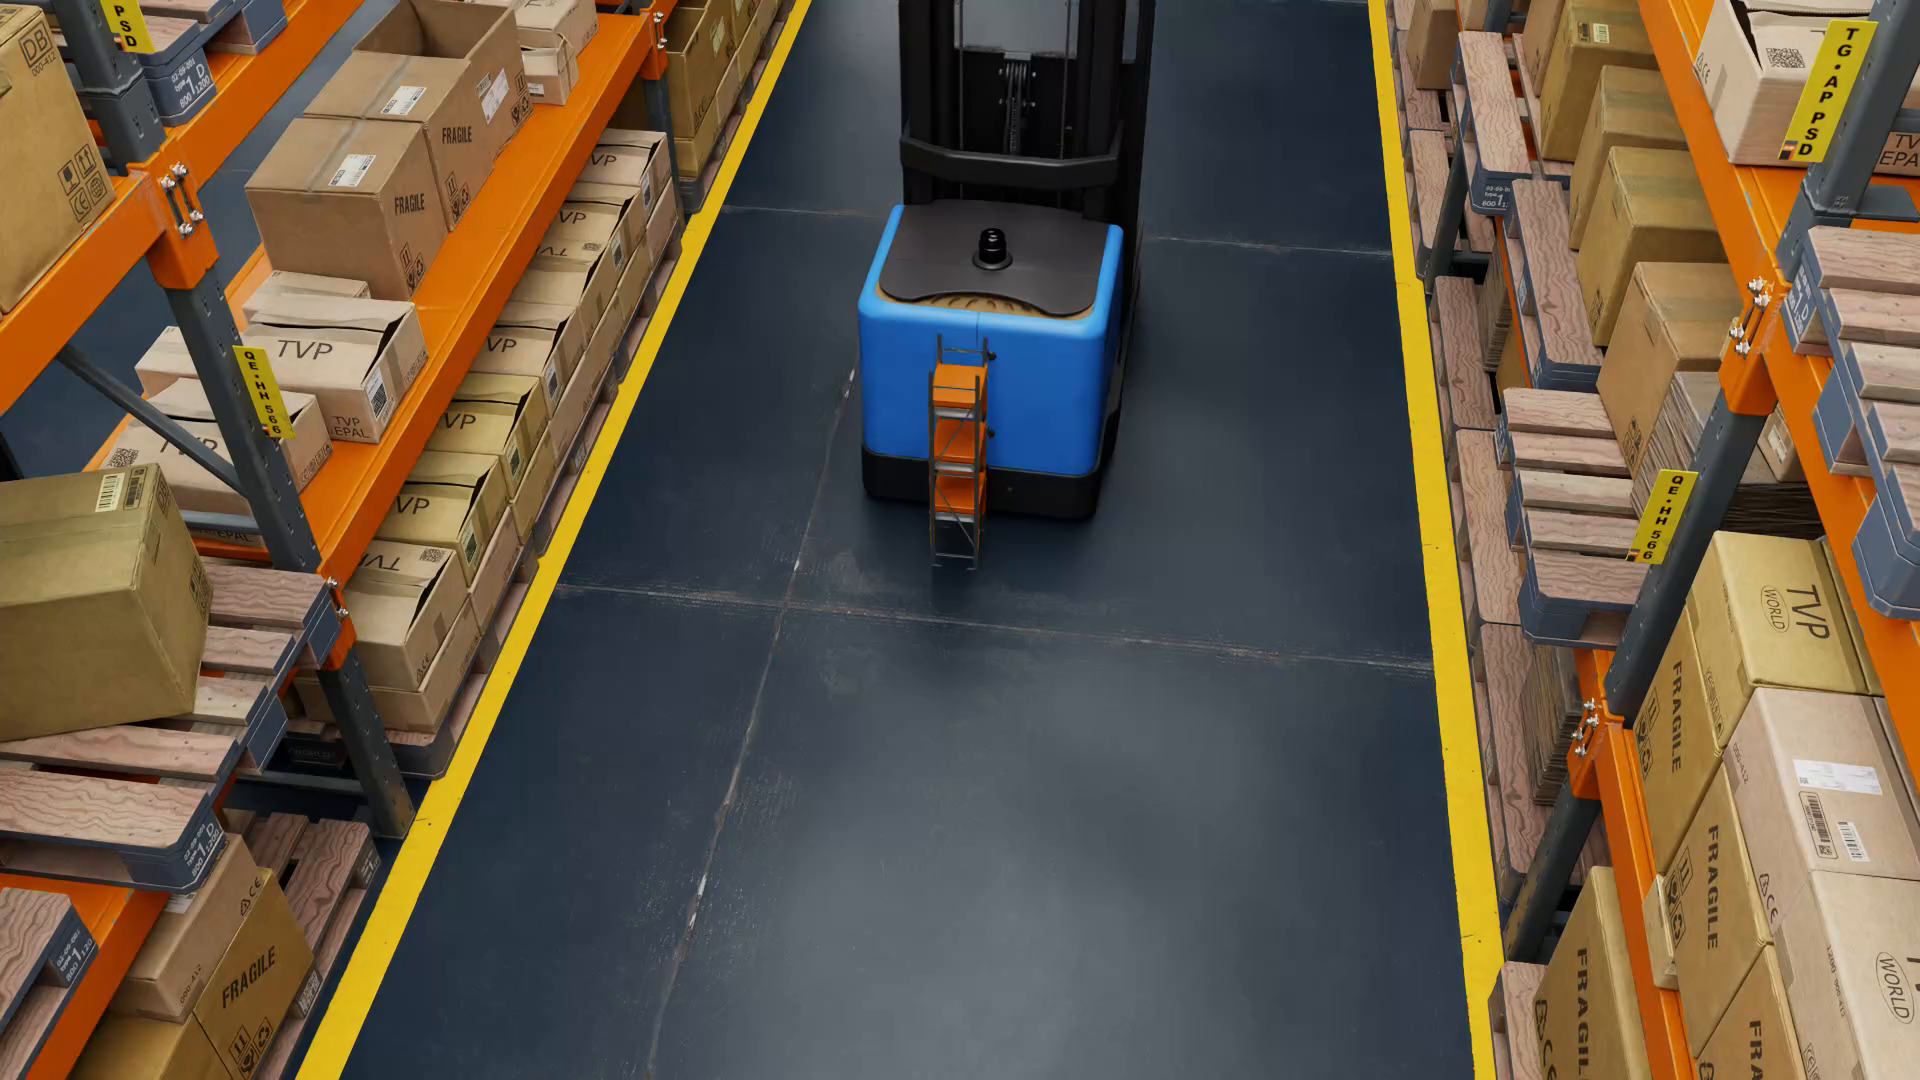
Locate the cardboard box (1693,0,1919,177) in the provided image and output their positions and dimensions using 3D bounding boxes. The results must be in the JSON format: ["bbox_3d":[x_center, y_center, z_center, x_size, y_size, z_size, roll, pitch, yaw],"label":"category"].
[{"bbox_3d":[2.211,-1.202,4.229,0.500,0.311,0.500,5,44,6],"label":"cardboard box"}]

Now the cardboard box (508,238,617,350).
[{"bbox_3d":[-1.899,-1.157,7.599,0.500,0.311,0.500,5,44,5],"label":"cardboard box"}]

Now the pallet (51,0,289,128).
[{"bbox_3d":[-2.526,-1.562,4.696,1.213,0.211,1.003,7,44,7],"label":"pallet"}]

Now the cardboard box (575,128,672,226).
[{"bbox_3d":[-1.768,-1.852,8.333,0.500,0.311,0.500,5,44,6],"label":"cardboard box"}]

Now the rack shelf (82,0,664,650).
[{"bbox_3d":[-2.263,-1.172,6.852,1.077,0.370,4.000,5,44,6],"label":"rack shelf"}]

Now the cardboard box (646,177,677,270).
[{"bbox_3d":[-1.766,-1.642,8.519,0.500,0.250,0.500,5,44,5],"label":"cardboard box"}]

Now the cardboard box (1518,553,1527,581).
[{"bbox_3d":[2.648,-0.052,6.644,0.700,0.500,0.500,5,44,5],"label":"cardboard box"}]

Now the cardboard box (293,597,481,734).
[{"bbox_3d":[-2.167,0.445,6.315,0.500,0.250,0.500,5,44,5],"label":"cardboard box"}]

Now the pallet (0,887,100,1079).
[{"bbox_3d":[-2.780,1.325,3.831,1.003,0.211,1.213,5,44,6],"label":"pallet"}]

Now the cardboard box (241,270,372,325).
[{"bbox_3d":[-2.414,-0.854,6.175,0.380,0.149,0.250,8,44,9],"label":"cardboard box"}]

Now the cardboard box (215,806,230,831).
[{"bbox_3d":[-2.871,0.962,5.573,0.500,0.500,0.500,7,44,7],"label":"cardboard box"}]

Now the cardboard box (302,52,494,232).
[{"bbox_3d":[-2.252,-1.611,6.719,0.500,0.500,0.500,5,44,6],"label":"cardboard box"}]

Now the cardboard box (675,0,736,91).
[{"bbox_3d":[-1.568,-2.852,9.252,0.500,0.500,0.500,5,44,6],"label":"cardboard box"}]

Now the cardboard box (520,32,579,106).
[{"bbox_3d":[-1.933,-2.132,7.440,0.396,0.266,0.258,4,44,4],"label":"cardboard box"}]

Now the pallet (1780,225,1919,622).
[{"bbox_3d":[2.351,-0.200,3.257,1.213,0.211,1.003,7,44,7],"label":"pallet"}]

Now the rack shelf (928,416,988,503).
[{"bbox_3d":[-0.007,-0.337,6.880,0.215,0.259,0.240,5,44,6],"label":"rack shelf"}]

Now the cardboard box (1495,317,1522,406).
[{"bbox_3d":[2.813,-0.741,7.371,0.700,0.500,0.500,4,44,5],"label":"cardboard box"}]

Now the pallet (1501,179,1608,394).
[{"bbox_3d":[2.605,-0.906,6.187,1.003,0.211,1.213,5,44,6],"label":"pallet"}]

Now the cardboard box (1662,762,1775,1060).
[{"bbox_3d":[1.987,0.889,3.848,0.500,0.500,0.500,7,44,7],"label":"cardboard box"}]

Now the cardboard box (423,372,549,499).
[{"bbox_3d":[-2.036,-0.465,6.868,0.500,0.311,0.500,4,44,4],"label":"cardboard box"}]

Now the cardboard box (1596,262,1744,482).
[{"bbox_3d":[2.483,-0.523,5.251,0.700,0.500,0.500,1,43,2],"label":"cardboard box"}]

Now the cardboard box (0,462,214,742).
[{"bbox_3d":[-2.499,0.180,4.522,0.700,0.500,0.500,-8,44,-9],"label":"cardboard box"}]

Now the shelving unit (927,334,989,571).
[{"bbox_3d":[-0.007,-0.345,6.873,0.215,1.050,0.252,5,44,6],"label":"shelving unit"}]

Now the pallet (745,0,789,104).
[{"bbox_3d":[-1.693,-3.156,10.452,1.003,0.211,1.213,5,44,6],"label":"pallet"}]

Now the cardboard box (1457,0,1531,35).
[{"bbox_3d":[2.675,-2.652,7.986,0.500,0.250,0.500,5,44,6],"label":"cardboard box"}]

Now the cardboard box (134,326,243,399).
[{"bbox_3d":[-2.682,-0.617,5.925,0.380,0.149,0.250,5,44,6],"label":"cardboard box"}]

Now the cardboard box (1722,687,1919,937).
[{"bbox_3d":[1.998,0.606,3.602,0.500,0.250,0.500,5,44,5],"label":"cardboard box"}]

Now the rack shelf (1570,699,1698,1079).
[{"bbox_3d":[2.119,2.001,3.500,1.077,0.370,4.000,5,44,6],"label":"rack shelf"}]

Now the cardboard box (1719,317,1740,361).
[{"bbox_3d":[2.427,-0.513,4.768,0.380,0.149,0.250,-1,43,-2],"label":"cardboard box"}]

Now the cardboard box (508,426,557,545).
[{"bbox_3d":[-2.038,-0.252,7.051,0.500,0.250,0.500,4,44,4],"label":"cardboard box"}]

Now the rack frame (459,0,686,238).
[{"bbox_3d":[-1.998,-2.797,8.044,1.000,3.000,0.127,5,44,6],"label":"rack frame"}]

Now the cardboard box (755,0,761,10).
[{"bbox_3d":[-1.430,-3.533,9.971,0.500,0.500,0.500,5,44,6],"label":"cardboard box"}]

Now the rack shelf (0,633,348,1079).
[{"bbox_3d":[-2.792,1.554,3.973,1.077,0.370,4.000,5,44,6],"label":"rack shelf"}]

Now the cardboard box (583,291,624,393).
[{"bbox_3d":[-1.902,-0.948,7.787,0.500,0.250,0.500,6,44,6],"label":"cardboard box"}]

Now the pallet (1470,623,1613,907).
[{"bbox_3d":[2.488,0.857,6.213,1.003,0.211,1.213,5,44,6],"label":"pallet"}]

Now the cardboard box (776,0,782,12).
[{"bbox_3d":[-1.366,-3.602,10.589,0.500,0.250,0.500,5,44,6],"label":"cardboard box"}]

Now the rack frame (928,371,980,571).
[{"bbox_3d":[-0.023,-0.262,6.785,0.200,1.050,0.008,5,44,6],"label":"rack frame"}]

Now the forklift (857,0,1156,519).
[{"bbox_3d":[0.323,-2.181,7.444,1.130,2.935,3.031,7,44,7],"label":"forklift"}]

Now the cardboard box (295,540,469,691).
[{"bbox_3d":[-2.167,0.242,6.122,0.500,0.311,0.500,7,44,7],"label":"cardboard box"}]

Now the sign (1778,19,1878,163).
[{"bbox_3d":[1.846,-0.950,3.537,0.100,0.325,0.005,5,44,6],"label":"sign"}]

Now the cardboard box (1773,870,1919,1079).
[{"bbox_3d":[1.935,0.947,3.242,0.500,0.250,0.500,6,44,6],"label":"cardboard box"}]

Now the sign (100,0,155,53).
[{"bbox_3d":[-1.990,-1.297,3.902,0.100,0.325,0.005,5,44,6],"label":"sign"}]

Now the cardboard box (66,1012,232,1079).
[{"bbox_3d":[-2.487,1.689,4.805,0.500,0.500,0.500,4,44,4],"label":"cardboard box"}]

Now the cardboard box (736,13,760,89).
[{"bbox_3d":[-1.494,-2.920,9.869,0.500,0.250,0.500,5,44,6],"label":"cardboard box"}]

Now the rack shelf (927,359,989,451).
[{"bbox_3d":[-0.007,-0.543,6.685,0.215,0.259,0.240,5,44,6],"label":"rack shelf"}]

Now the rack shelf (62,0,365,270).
[{"bbox_3d":[-2.263,-2.262,5.821,1.077,0.370,4.000,5,44,6],"label":"rack shelf"}]

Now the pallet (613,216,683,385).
[{"bbox_3d":[-2.057,-1.278,8.469,1.003,0.211,1.213,5,44,6],"label":"pallet"}]

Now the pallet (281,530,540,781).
[{"bbox_3d":[-2.380,0.384,6.713,1.003,0.211,1.213,5,44,6],"label":"pallet"}]

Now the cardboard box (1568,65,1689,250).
[{"bbox_3d":[2.674,-1.369,6.144,0.700,0.500,0.500,11,45,11],"label":"cardboard box"}]

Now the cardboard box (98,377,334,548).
[{"bbox_3d":[-2.436,-0.282,5.453,0.500,0.311,0.500,8,44,8],"label":"cardboard box"}]

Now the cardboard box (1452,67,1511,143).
[{"bbox_3d":[3.010,-2.312,9.030,0.500,0.500,0.500,2,43,2],"label":"cardboard box"}]

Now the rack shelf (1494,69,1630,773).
[{"bbox_3d":[2.648,-0.725,6.379,1.077,0.370,4.000,5,44,6],"label":"rack shelf"}]

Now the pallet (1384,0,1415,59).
[{"bbox_3d":[3.289,-3.460,10.773,1.003,0.211,1.213,5,44,6],"label":"pallet"}]

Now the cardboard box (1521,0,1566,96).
[{"bbox_3d":[2.811,-2.201,7.023,0.700,0.500,0.500,5,44,6],"label":"cardboard box"}]

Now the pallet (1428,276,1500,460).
[{"bbox_3d":[2.811,-0.806,7.969,1.003,0.211,1.213,5,44,6],"label":"pallet"}]

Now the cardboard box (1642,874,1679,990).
[{"bbox_3d":[1.950,1.009,4.193,0.380,0.149,0.250,6,44,7],"label":"cardboard box"}]

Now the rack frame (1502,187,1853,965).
[{"bbox_3d":[2.384,0.377,4.692,1.000,3.000,0.127,5,44,6],"label":"rack frame"}]

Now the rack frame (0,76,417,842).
[{"bbox_3d":[-2.527,-0.071,5.165,1.000,3.000,0.127,5,44,6],"label":"rack frame"}]

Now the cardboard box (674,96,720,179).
[{"bbox_3d":[-1.636,-2.239,9.150,0.500,0.250,0.500,5,44,6],"label":"cardboard box"}]

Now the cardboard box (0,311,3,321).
[{"bbox_3d":[-2.619,-0.548,3.415,0.910,0.500,0.500,5,44,6],"label":"cardboard box"}]
